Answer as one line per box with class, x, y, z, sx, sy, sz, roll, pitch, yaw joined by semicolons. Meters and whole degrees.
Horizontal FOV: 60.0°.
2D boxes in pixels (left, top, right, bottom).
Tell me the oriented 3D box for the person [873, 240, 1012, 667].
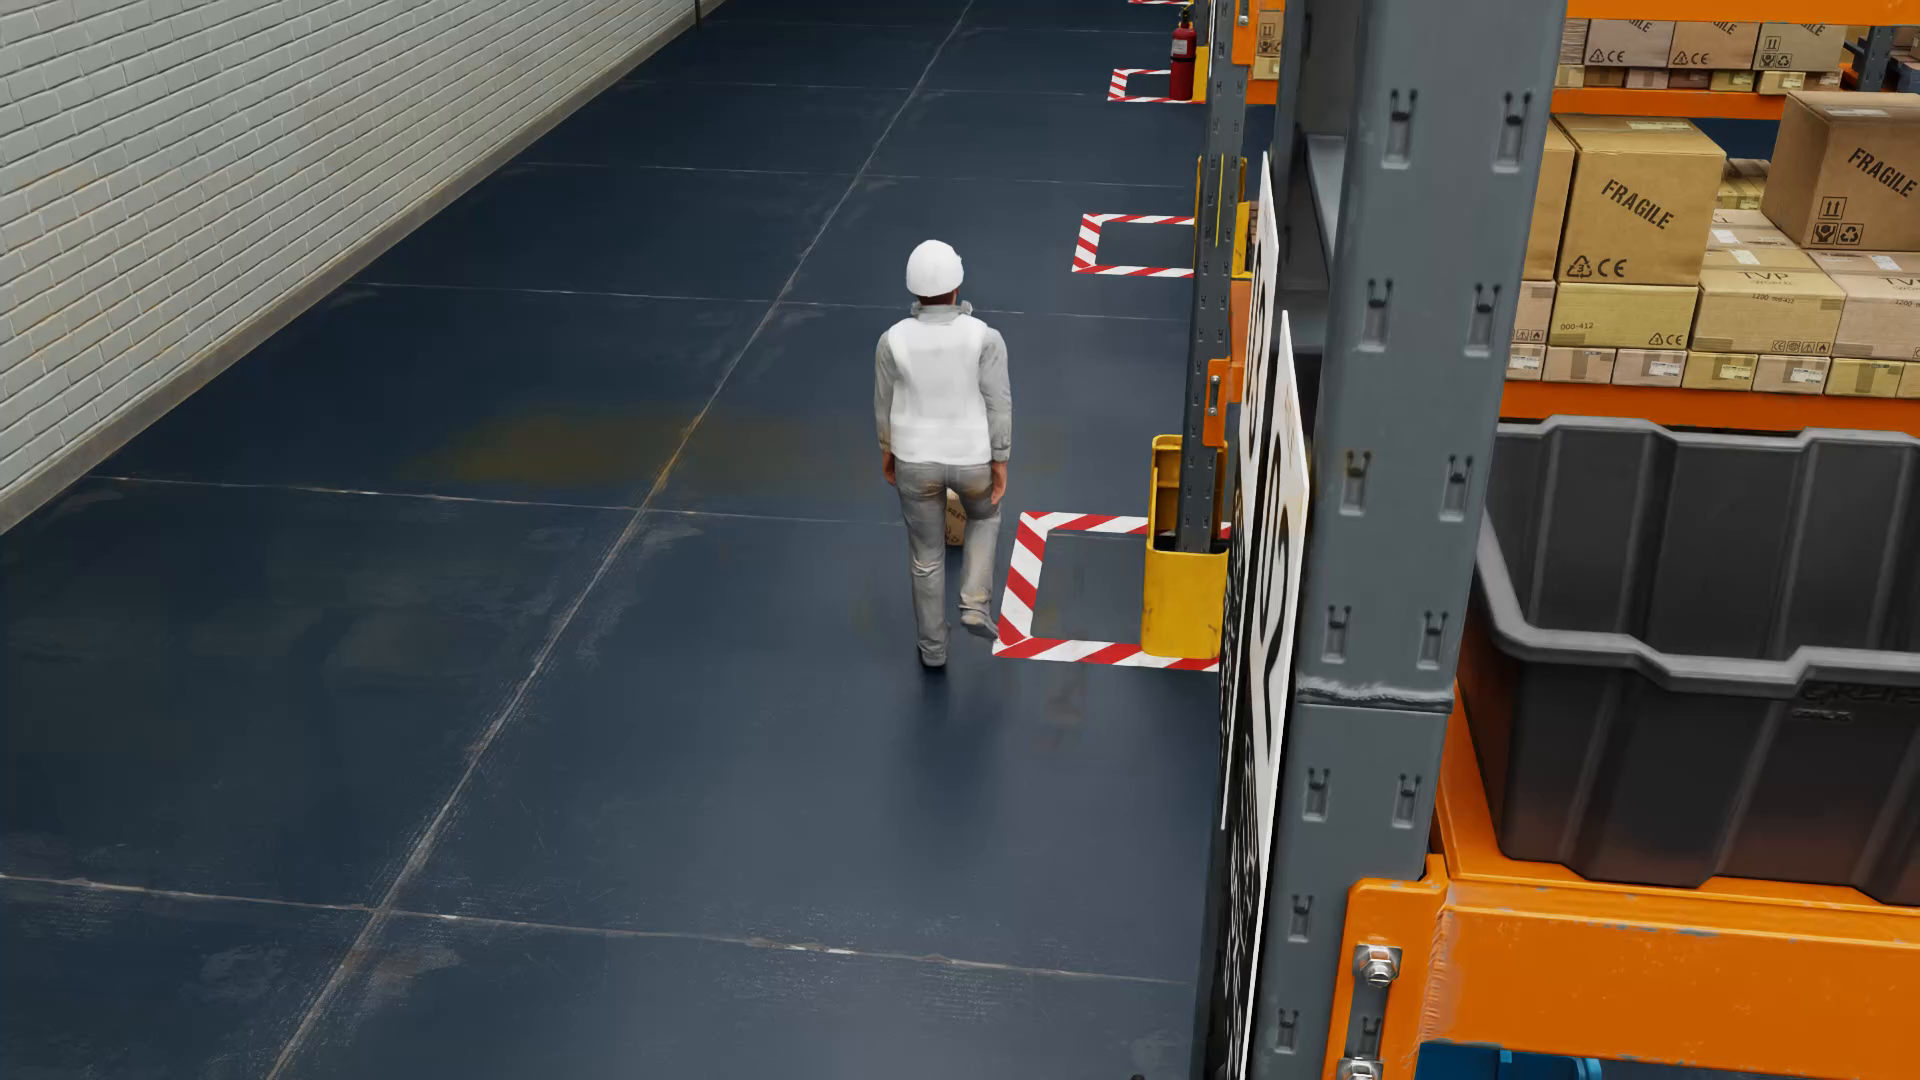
person;-0.069;-0.349;6.706;0.550;1.762;0.493;0;28;0
